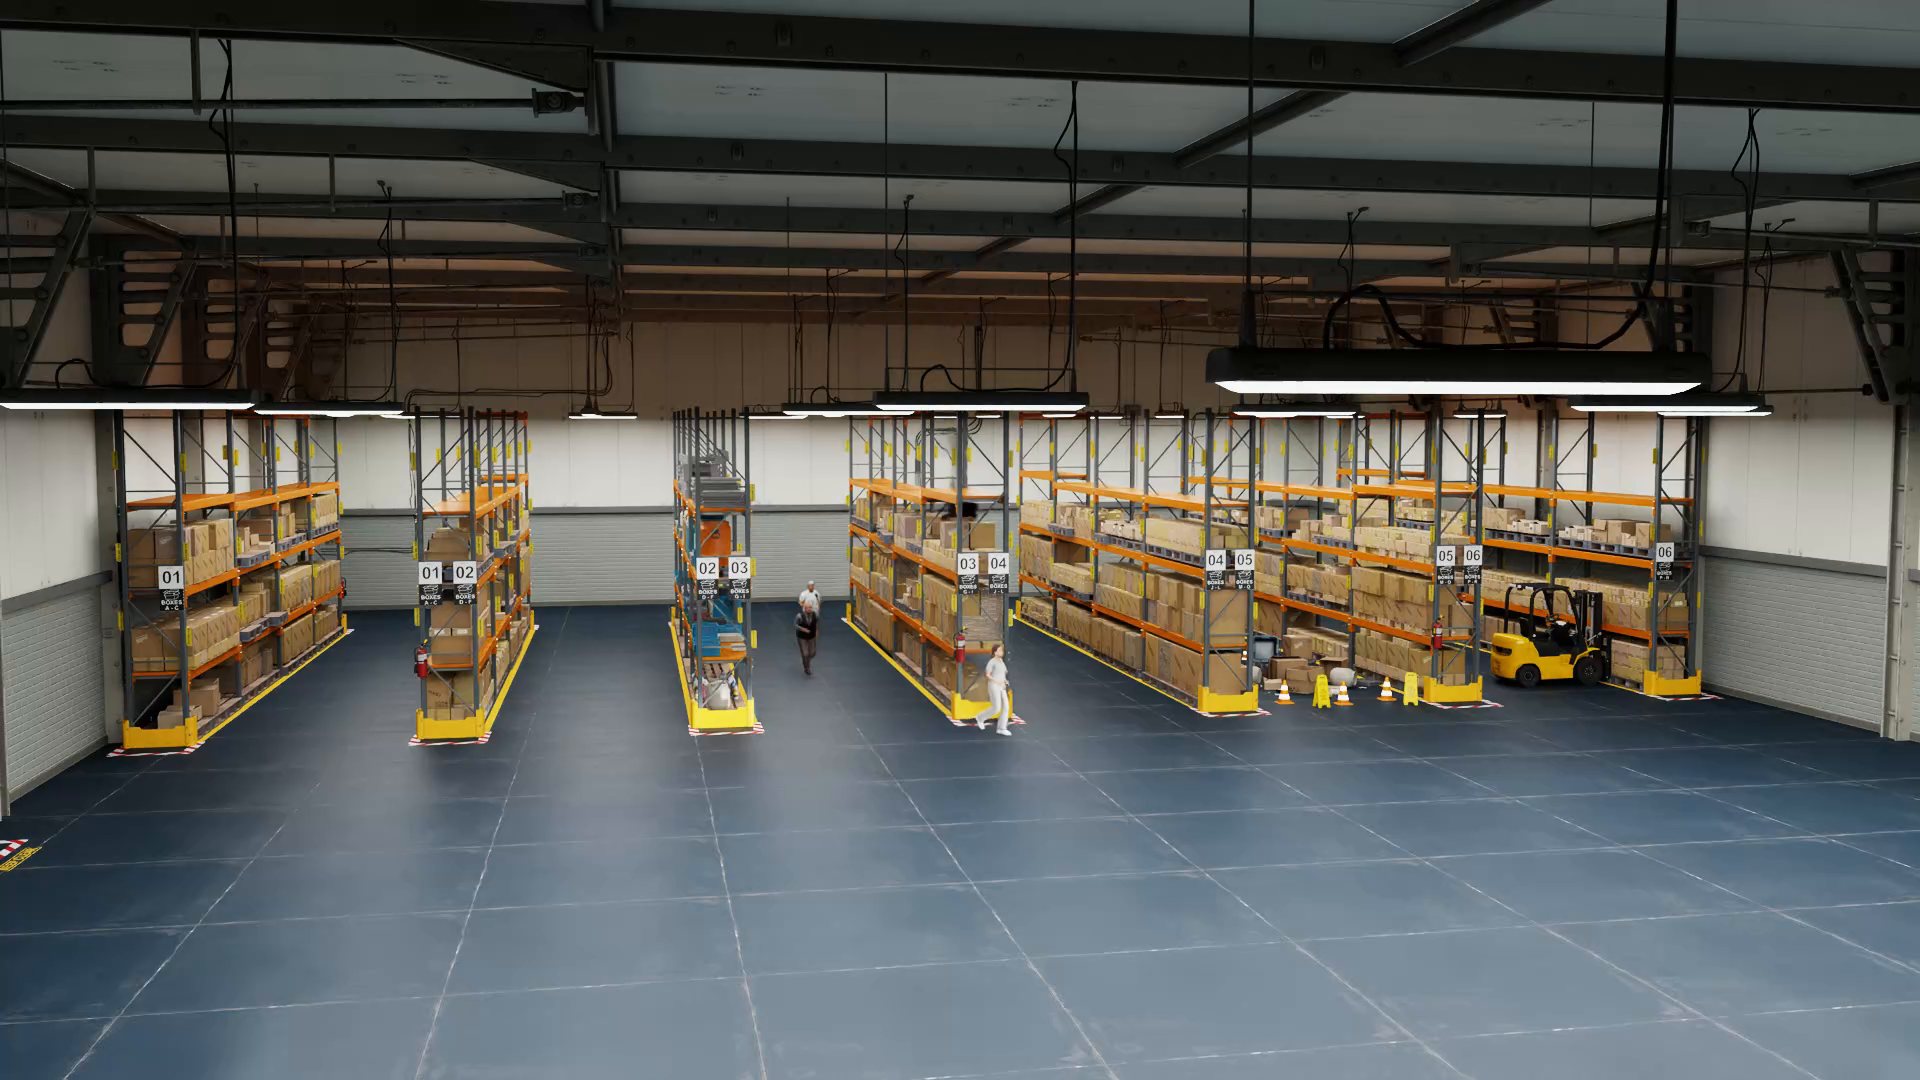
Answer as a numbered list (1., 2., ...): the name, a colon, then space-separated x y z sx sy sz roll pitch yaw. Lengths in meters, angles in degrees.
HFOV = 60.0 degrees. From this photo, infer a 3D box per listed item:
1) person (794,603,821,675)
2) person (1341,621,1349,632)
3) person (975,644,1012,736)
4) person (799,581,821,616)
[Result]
1. person: -3.446 2.237 37.637 0.649 1.650 0.723 -1 4 -15
2. person: 10.472 1.630 45.375 0.640 1.726 0.662 -2 4 -25
3. person: 0.640 2.733 30.538 0.739 1.662 0.590 3 5 32
4. person: -3.852 1.873 42.872 0.595 1.609 0.561 -1 4 -20
